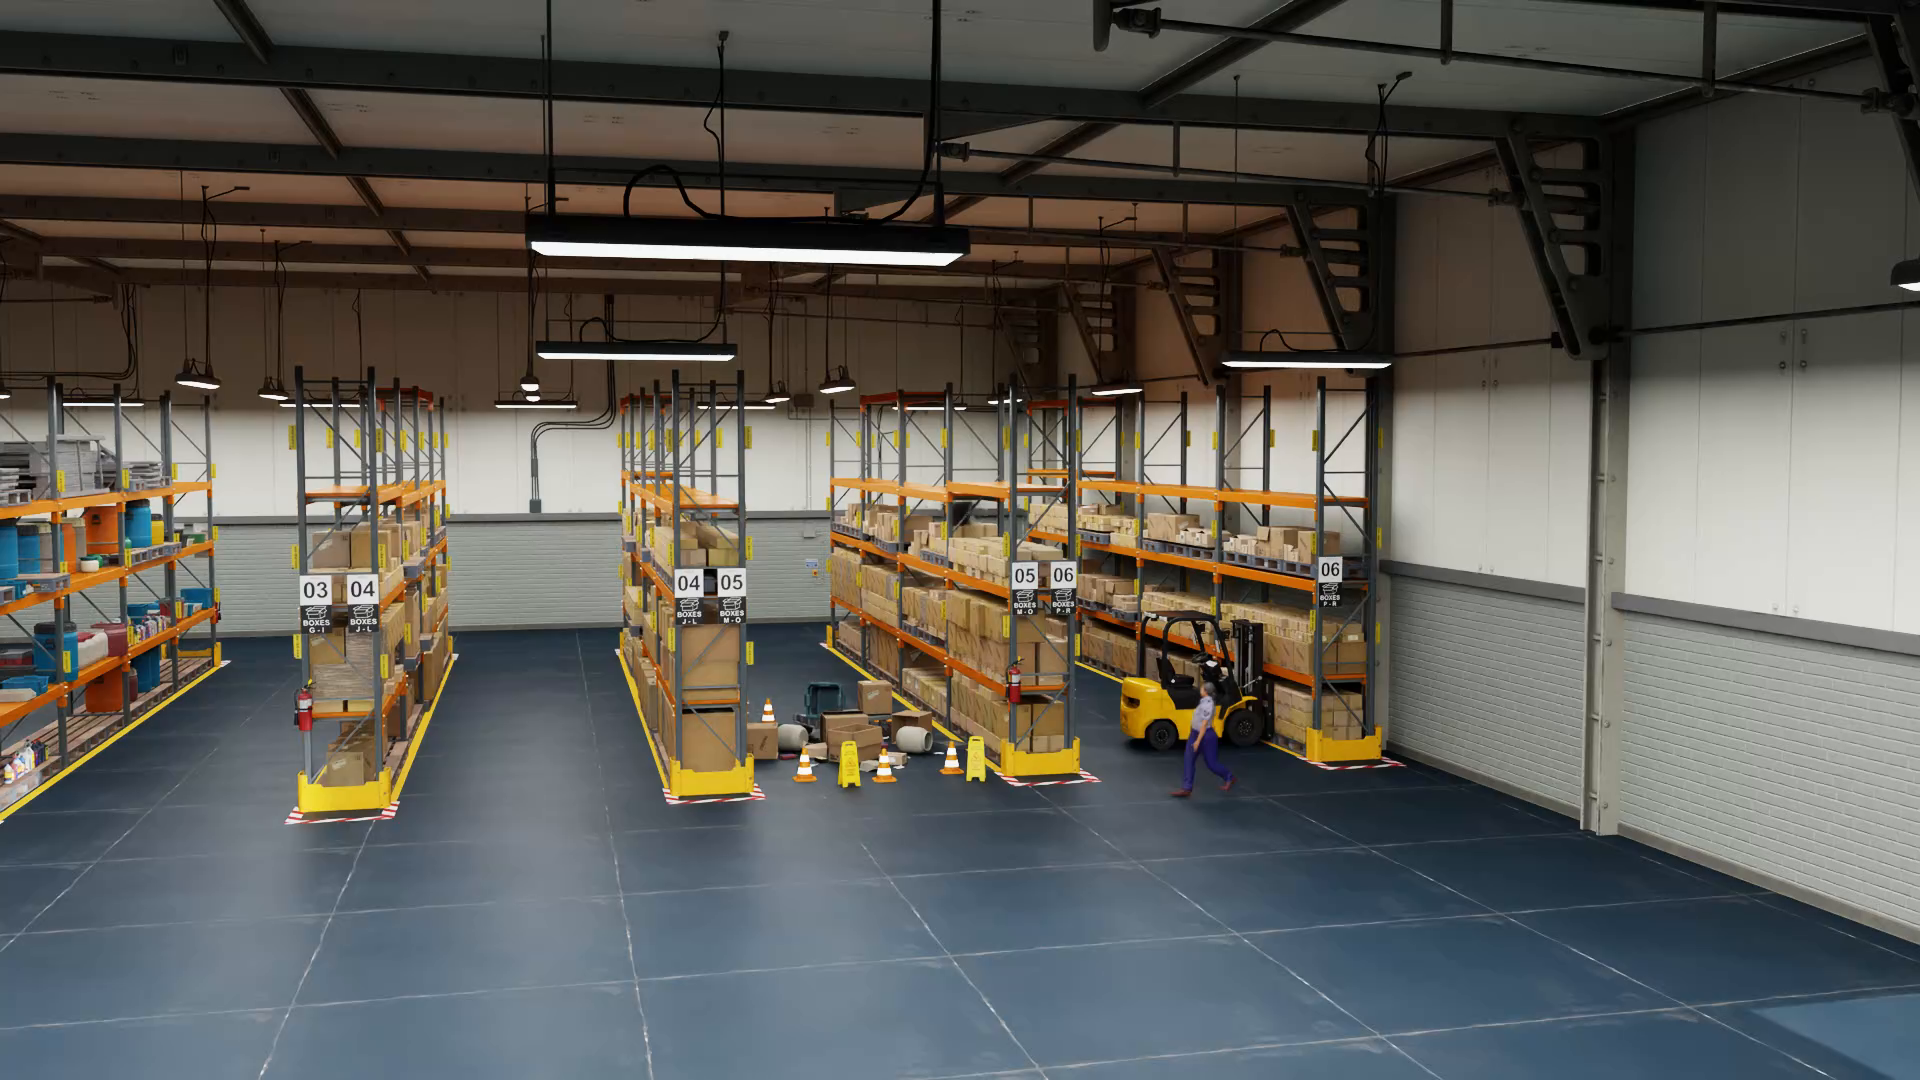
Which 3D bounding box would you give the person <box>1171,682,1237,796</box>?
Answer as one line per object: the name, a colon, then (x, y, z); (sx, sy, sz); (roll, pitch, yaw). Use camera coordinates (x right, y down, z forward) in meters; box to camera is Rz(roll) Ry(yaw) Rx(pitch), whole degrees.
person: (3.446, 2.797, 23.441); (0.904, 1.607, 0.462); (-2, 4, -31)
